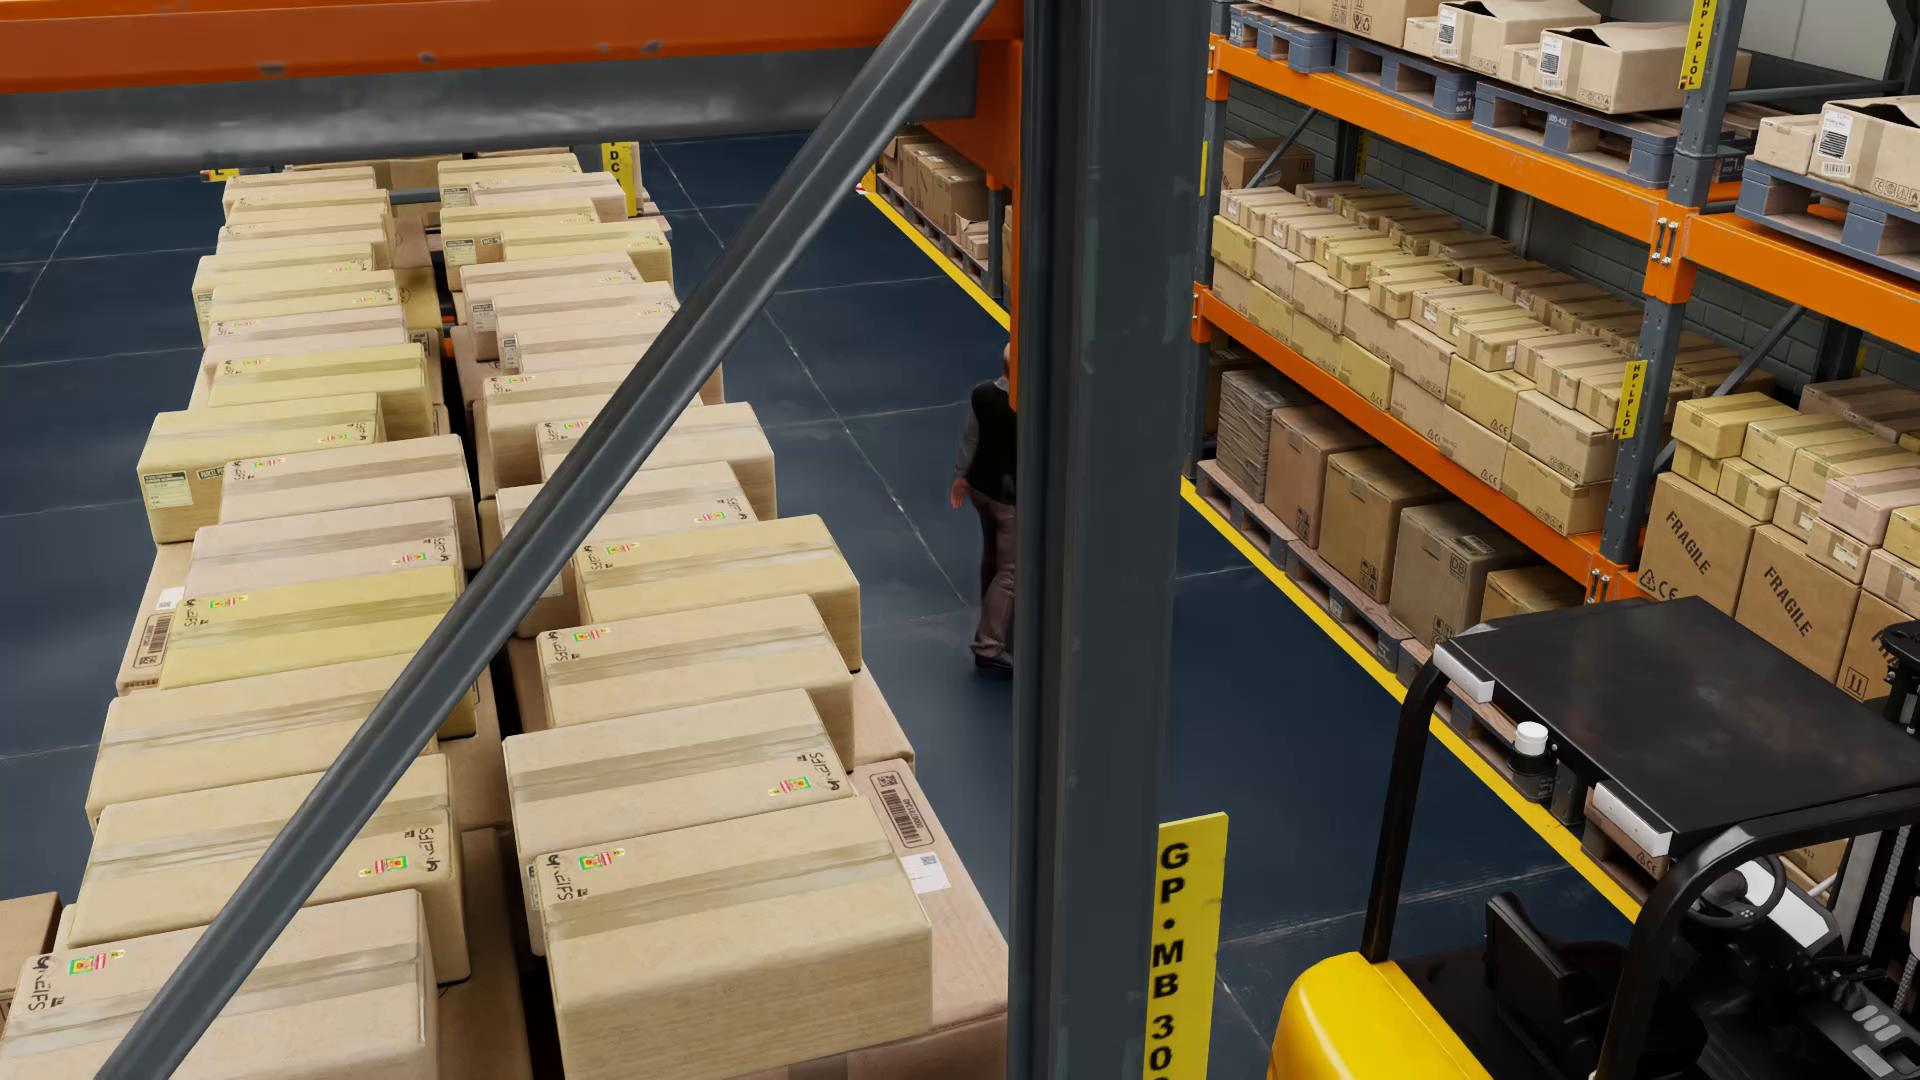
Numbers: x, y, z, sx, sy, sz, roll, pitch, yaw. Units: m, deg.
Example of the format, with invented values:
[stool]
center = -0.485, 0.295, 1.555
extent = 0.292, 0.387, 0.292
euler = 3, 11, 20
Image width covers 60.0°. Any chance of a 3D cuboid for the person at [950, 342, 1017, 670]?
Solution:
[person]
center = 0.249, -0.217, 8.588
extent = 0.681, 1.708, 0.669
euler = -20, 32, -34
